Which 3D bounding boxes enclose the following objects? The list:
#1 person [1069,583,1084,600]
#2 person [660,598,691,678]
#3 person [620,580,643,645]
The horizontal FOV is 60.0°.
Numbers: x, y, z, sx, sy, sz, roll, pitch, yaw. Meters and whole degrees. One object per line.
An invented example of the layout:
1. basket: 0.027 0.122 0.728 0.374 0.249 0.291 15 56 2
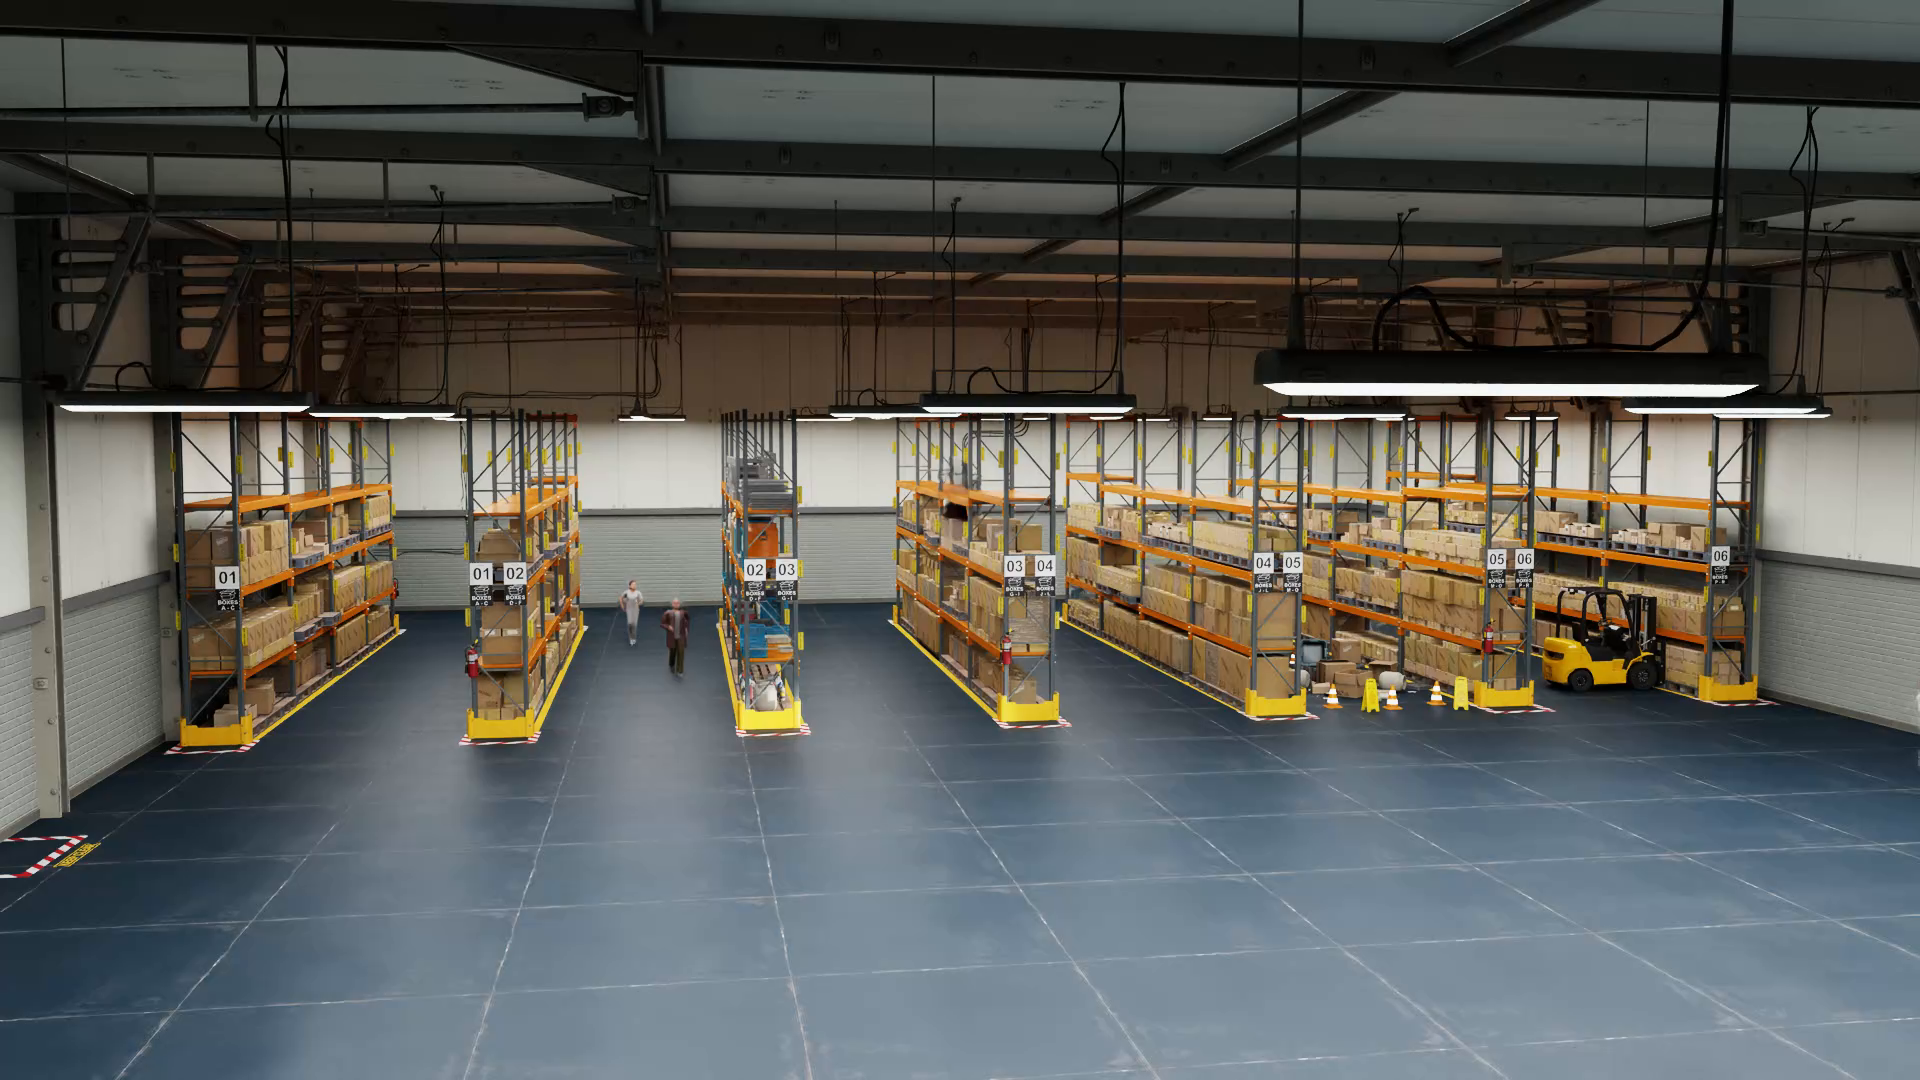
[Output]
1. person: 3.548 1.386 49.698 0.795 1.743 0.738 -1 4 -13
2. person: -6.396 2.191 37.503 0.715 1.756 1.000 -1 4 -18
3. person: -8.534 1.890 43.285 0.570 1.684 0.714 -2 4 -21
